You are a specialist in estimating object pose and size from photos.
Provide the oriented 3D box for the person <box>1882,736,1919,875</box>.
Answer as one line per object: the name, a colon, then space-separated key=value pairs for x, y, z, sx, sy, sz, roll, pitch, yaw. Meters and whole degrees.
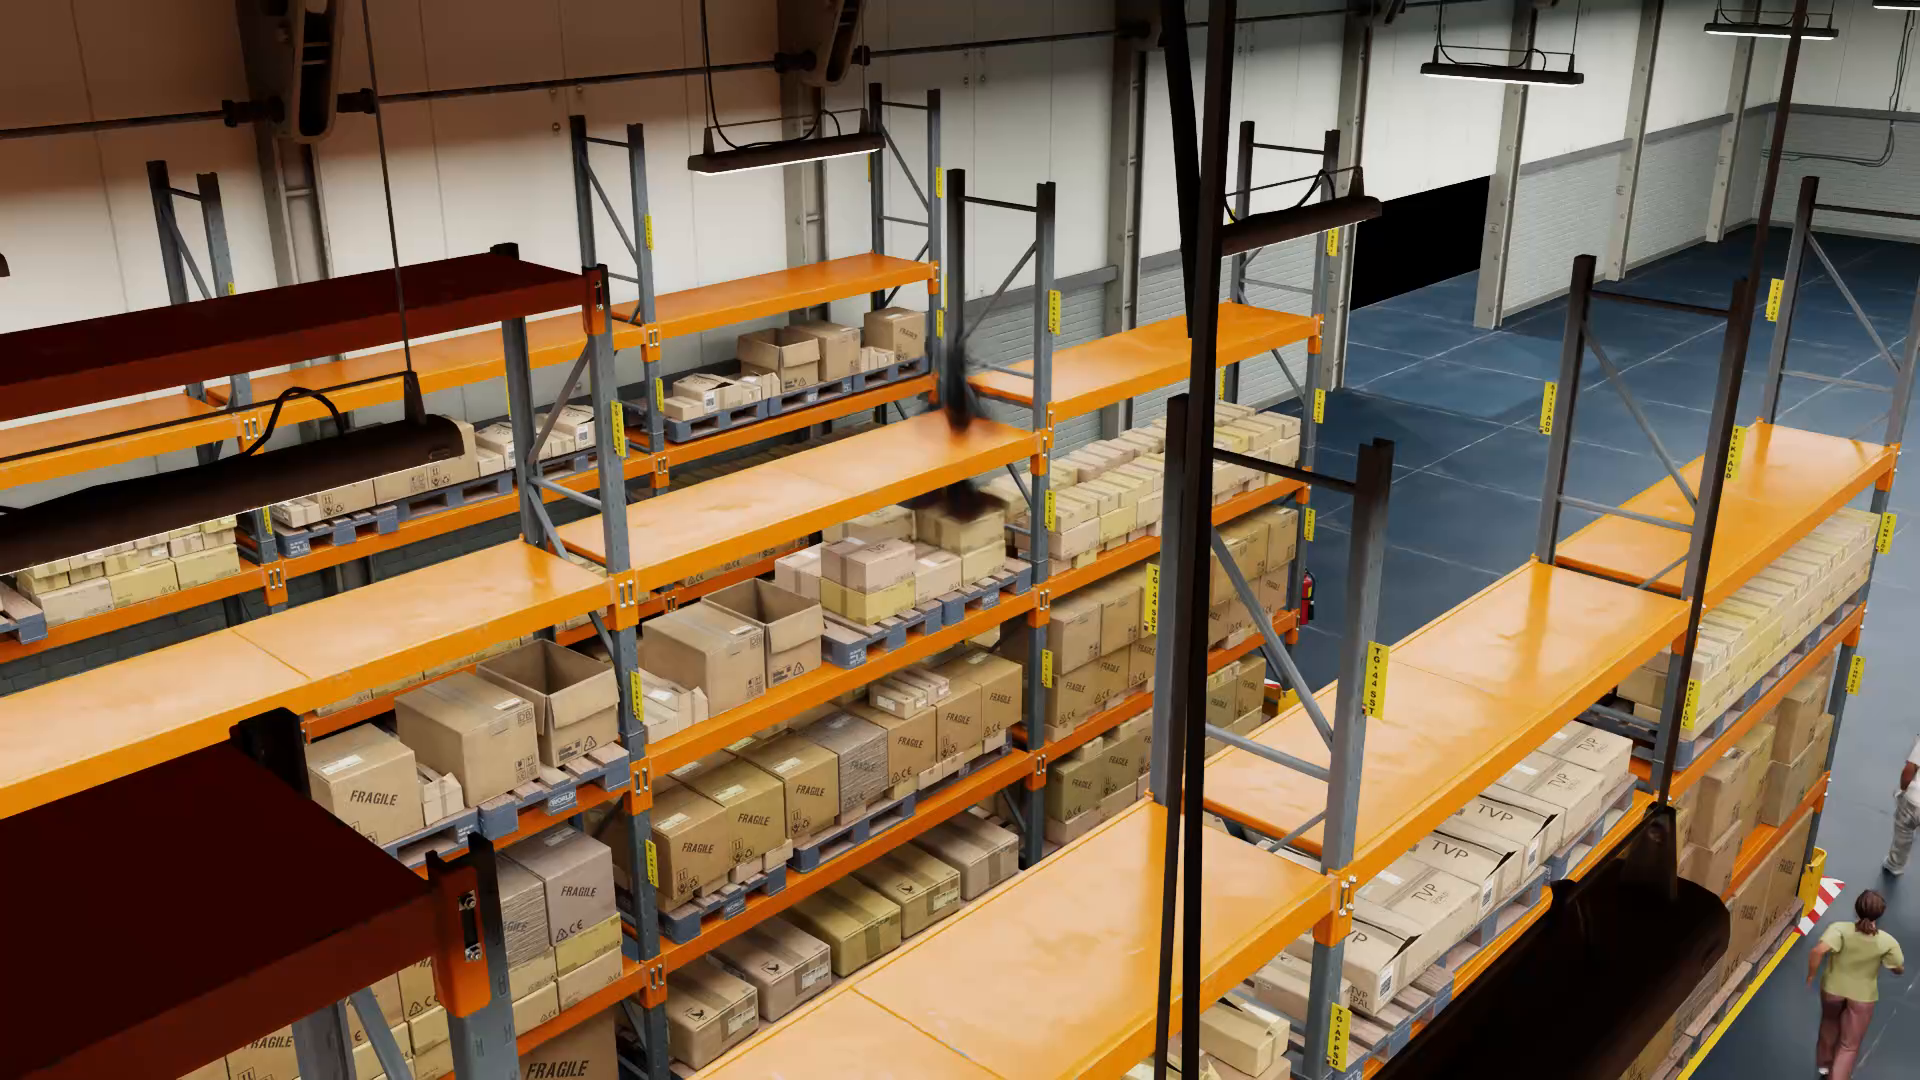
person: x=8.128 y=2.193 z=13.916 sx=0.696 sy=1.778 sz=1.032 roll=4 pitch=21 yaw=9

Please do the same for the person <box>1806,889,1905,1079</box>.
person: x=6.123 y=3.178 z=11.463 sx=0.553 sy=1.696 sz=0.909 roll=14 pitch=25 yaw=32
